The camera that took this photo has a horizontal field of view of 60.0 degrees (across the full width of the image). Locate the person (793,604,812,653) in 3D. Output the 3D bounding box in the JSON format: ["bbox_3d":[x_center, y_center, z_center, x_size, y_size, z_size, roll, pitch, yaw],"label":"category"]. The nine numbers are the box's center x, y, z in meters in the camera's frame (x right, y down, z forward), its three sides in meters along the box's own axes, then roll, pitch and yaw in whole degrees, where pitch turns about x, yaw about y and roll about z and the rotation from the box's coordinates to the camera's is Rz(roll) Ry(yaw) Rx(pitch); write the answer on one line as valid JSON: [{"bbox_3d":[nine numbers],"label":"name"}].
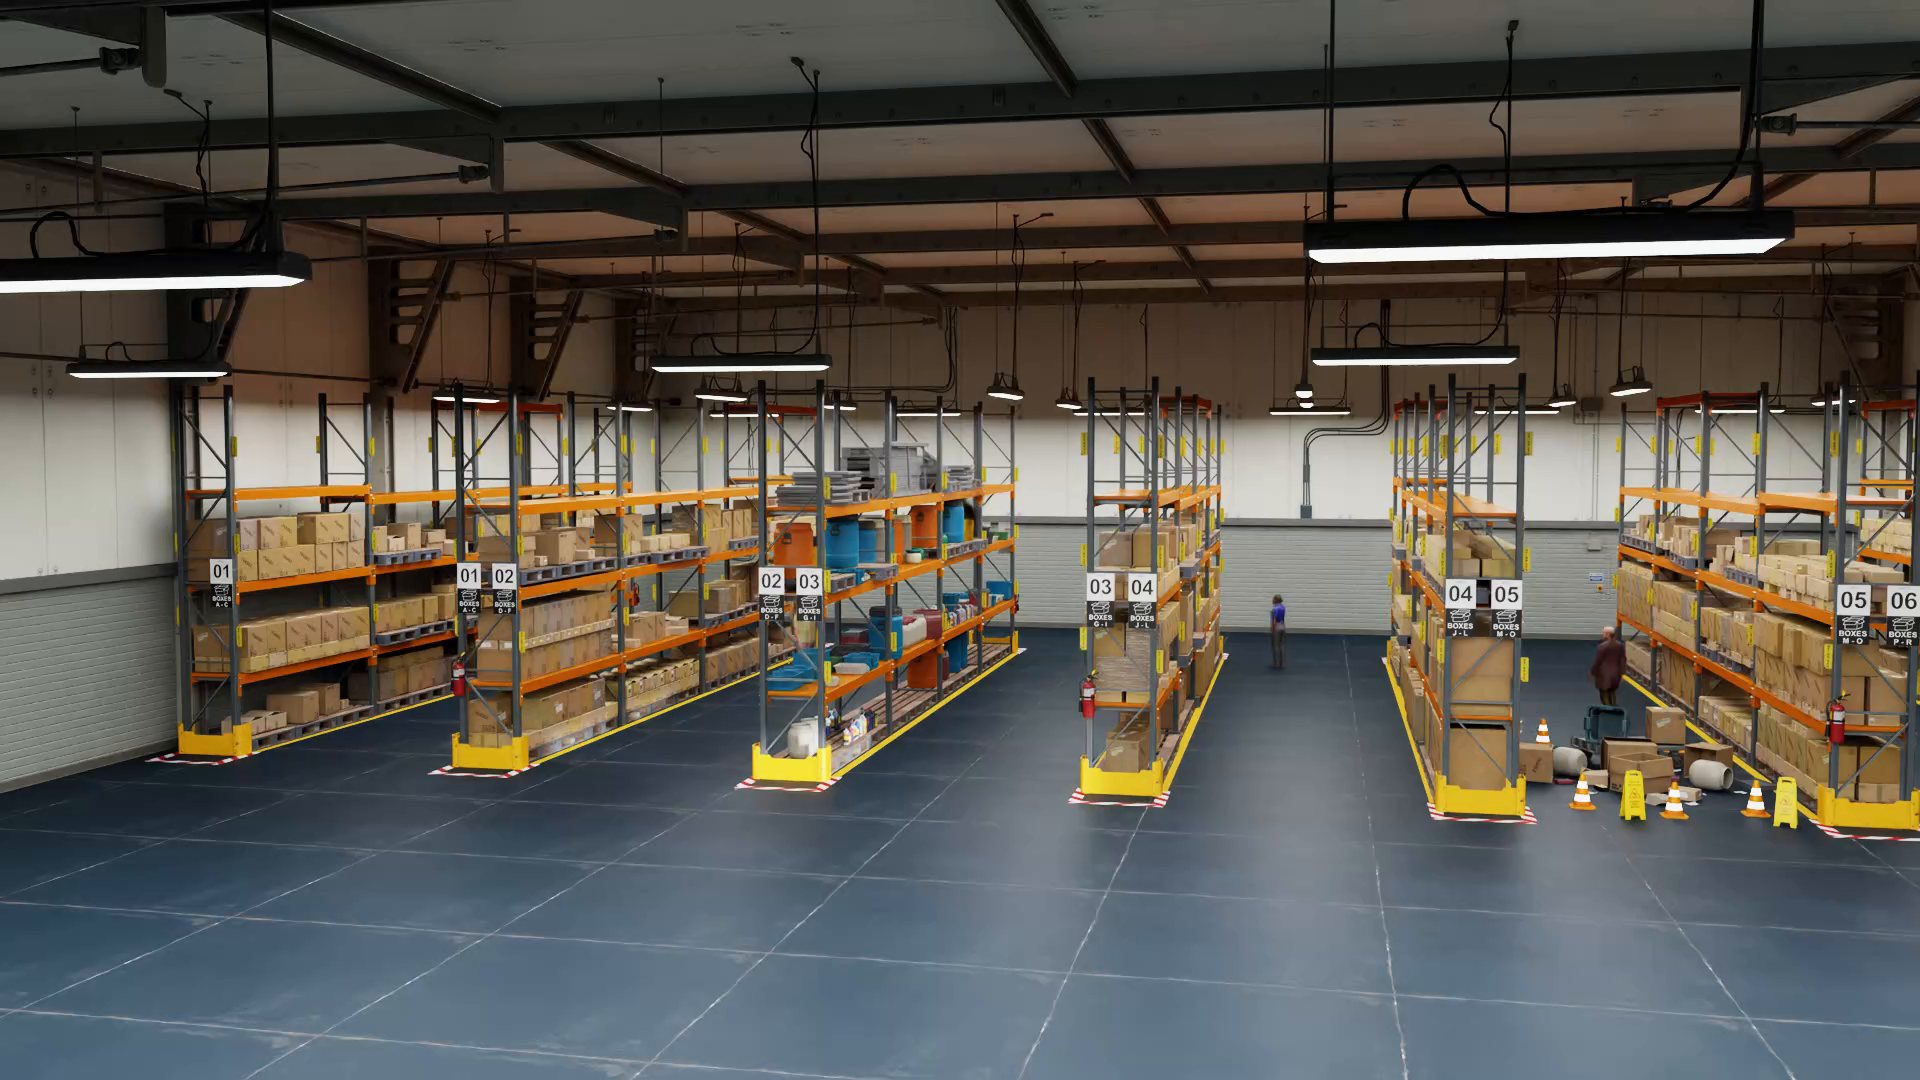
[{"bbox_3d":[-3.271,2.188,34.679,0.431,1.735,0.520,2,4,31],"label":"person"}]

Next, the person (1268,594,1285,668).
[{"bbox_3d":[7.183,2.057,37.700,0.333,1.663,0.532,2,4,36],"label":"person"}]

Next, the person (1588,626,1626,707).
[{"bbox_3d":[11.591,2.450,29.720,0.639,1.821,0.580,0,3,1],"label":"person"}]
